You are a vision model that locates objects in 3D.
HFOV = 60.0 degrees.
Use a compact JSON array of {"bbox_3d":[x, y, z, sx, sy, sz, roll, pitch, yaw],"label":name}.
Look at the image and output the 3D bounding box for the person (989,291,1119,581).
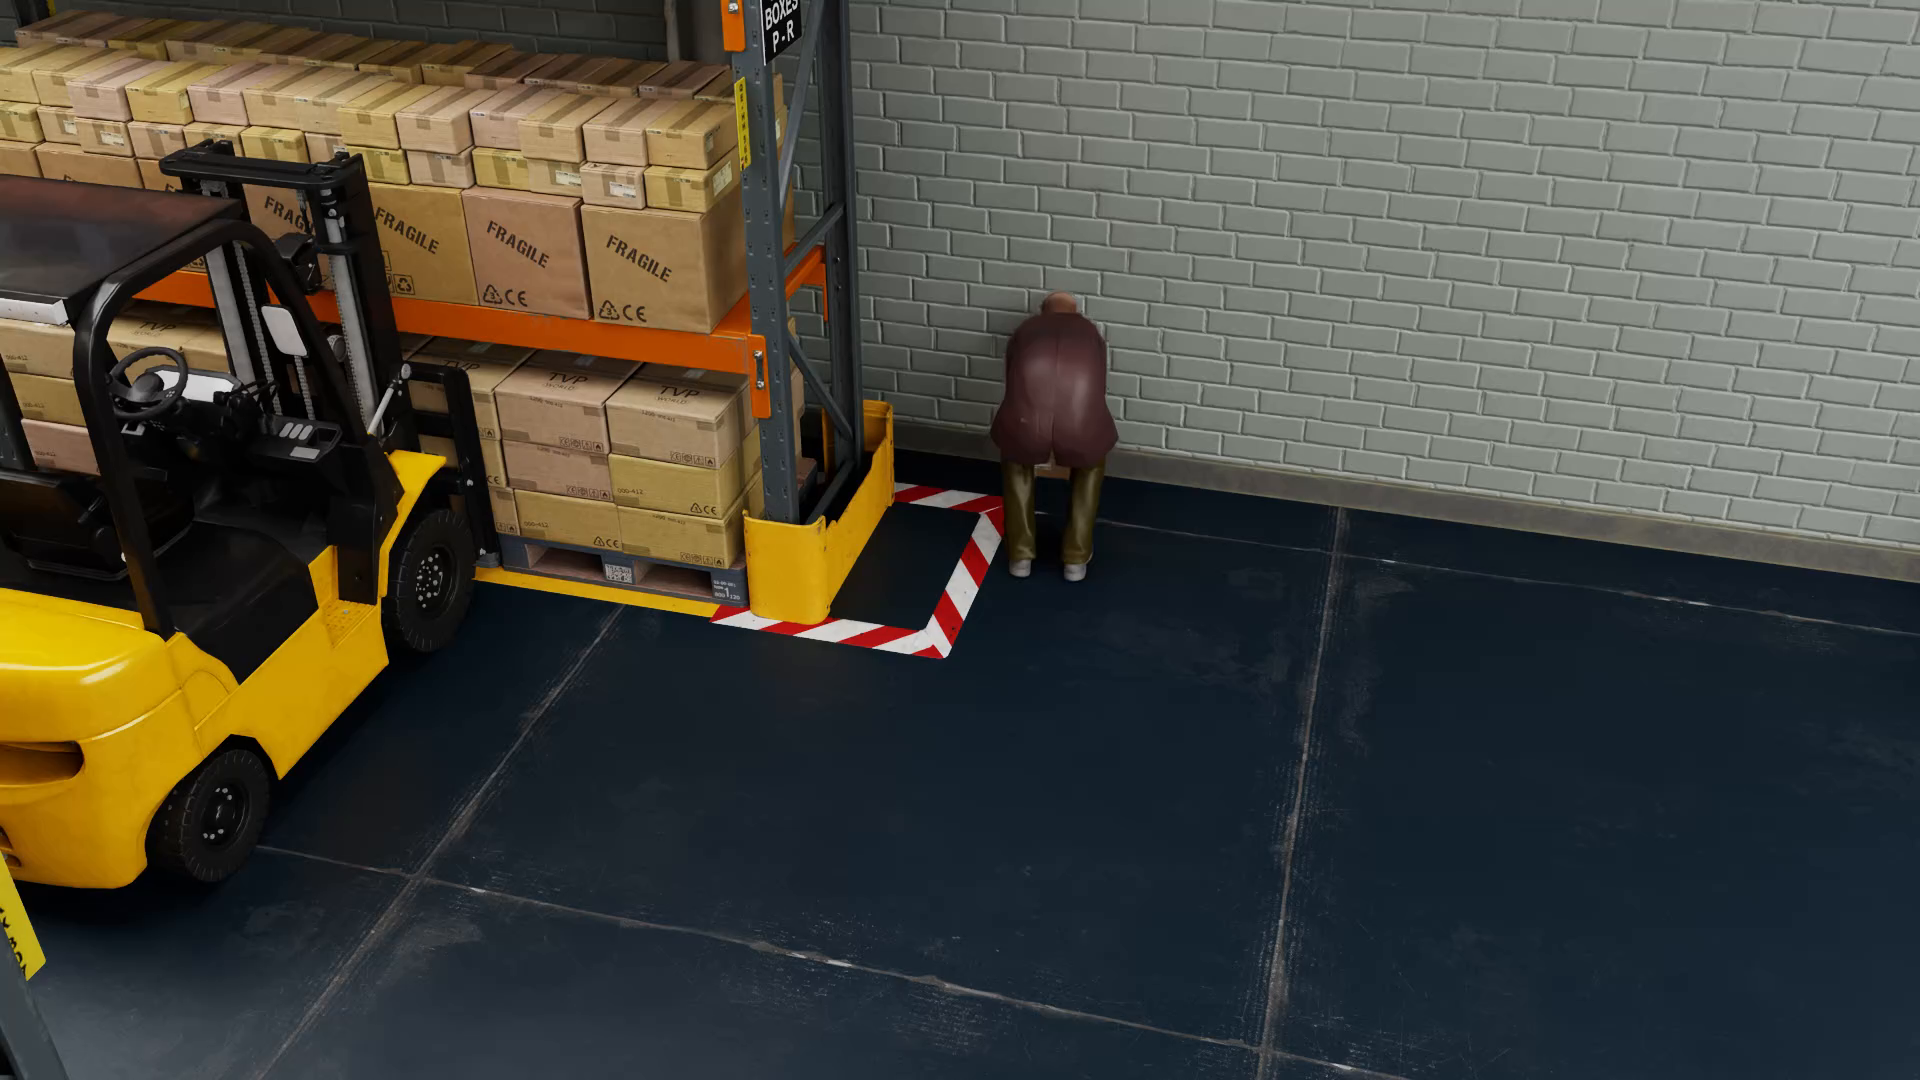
[{"bbox_3d":[0.431,-0.492,7.536,0.571,1.127,0.950,3,33,4],"label":"person"}]
